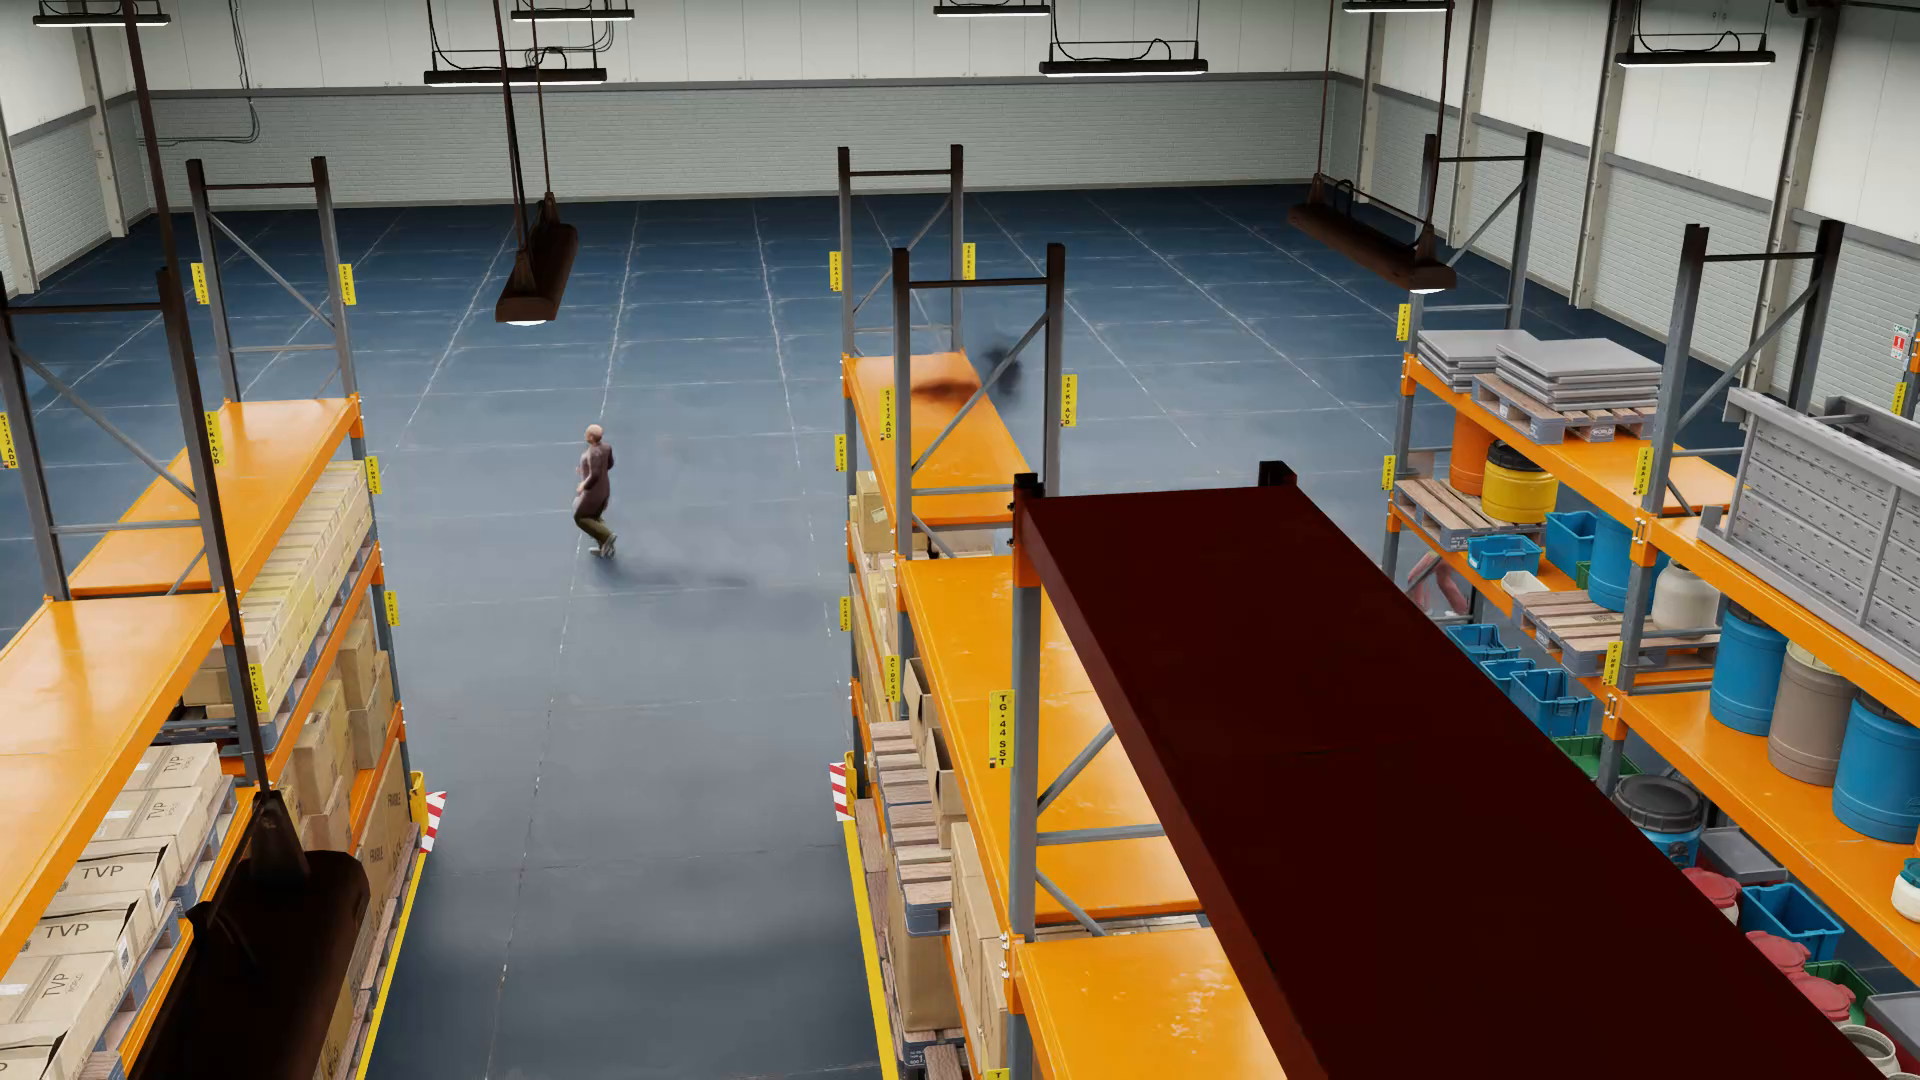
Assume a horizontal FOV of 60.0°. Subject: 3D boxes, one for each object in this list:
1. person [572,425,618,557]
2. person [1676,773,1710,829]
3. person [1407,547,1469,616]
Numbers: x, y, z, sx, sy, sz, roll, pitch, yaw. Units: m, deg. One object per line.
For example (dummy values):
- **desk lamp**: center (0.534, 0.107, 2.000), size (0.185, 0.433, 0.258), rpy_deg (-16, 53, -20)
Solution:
- **person**: center (-4.599, -0.522, 20.877), size (0.651, 1.522, 0.703), rpy_deg (6, 22, 15)
- **person**: center (6.359, 2.023, 14.258), size (0.594, 1.712, 0.638), rpy_deg (-5, 22, -13)
- **person**: center (5.477, 0.194, 18.934), size (0.825, 1.698, 0.578), rpy_deg (8, 23, 20)
